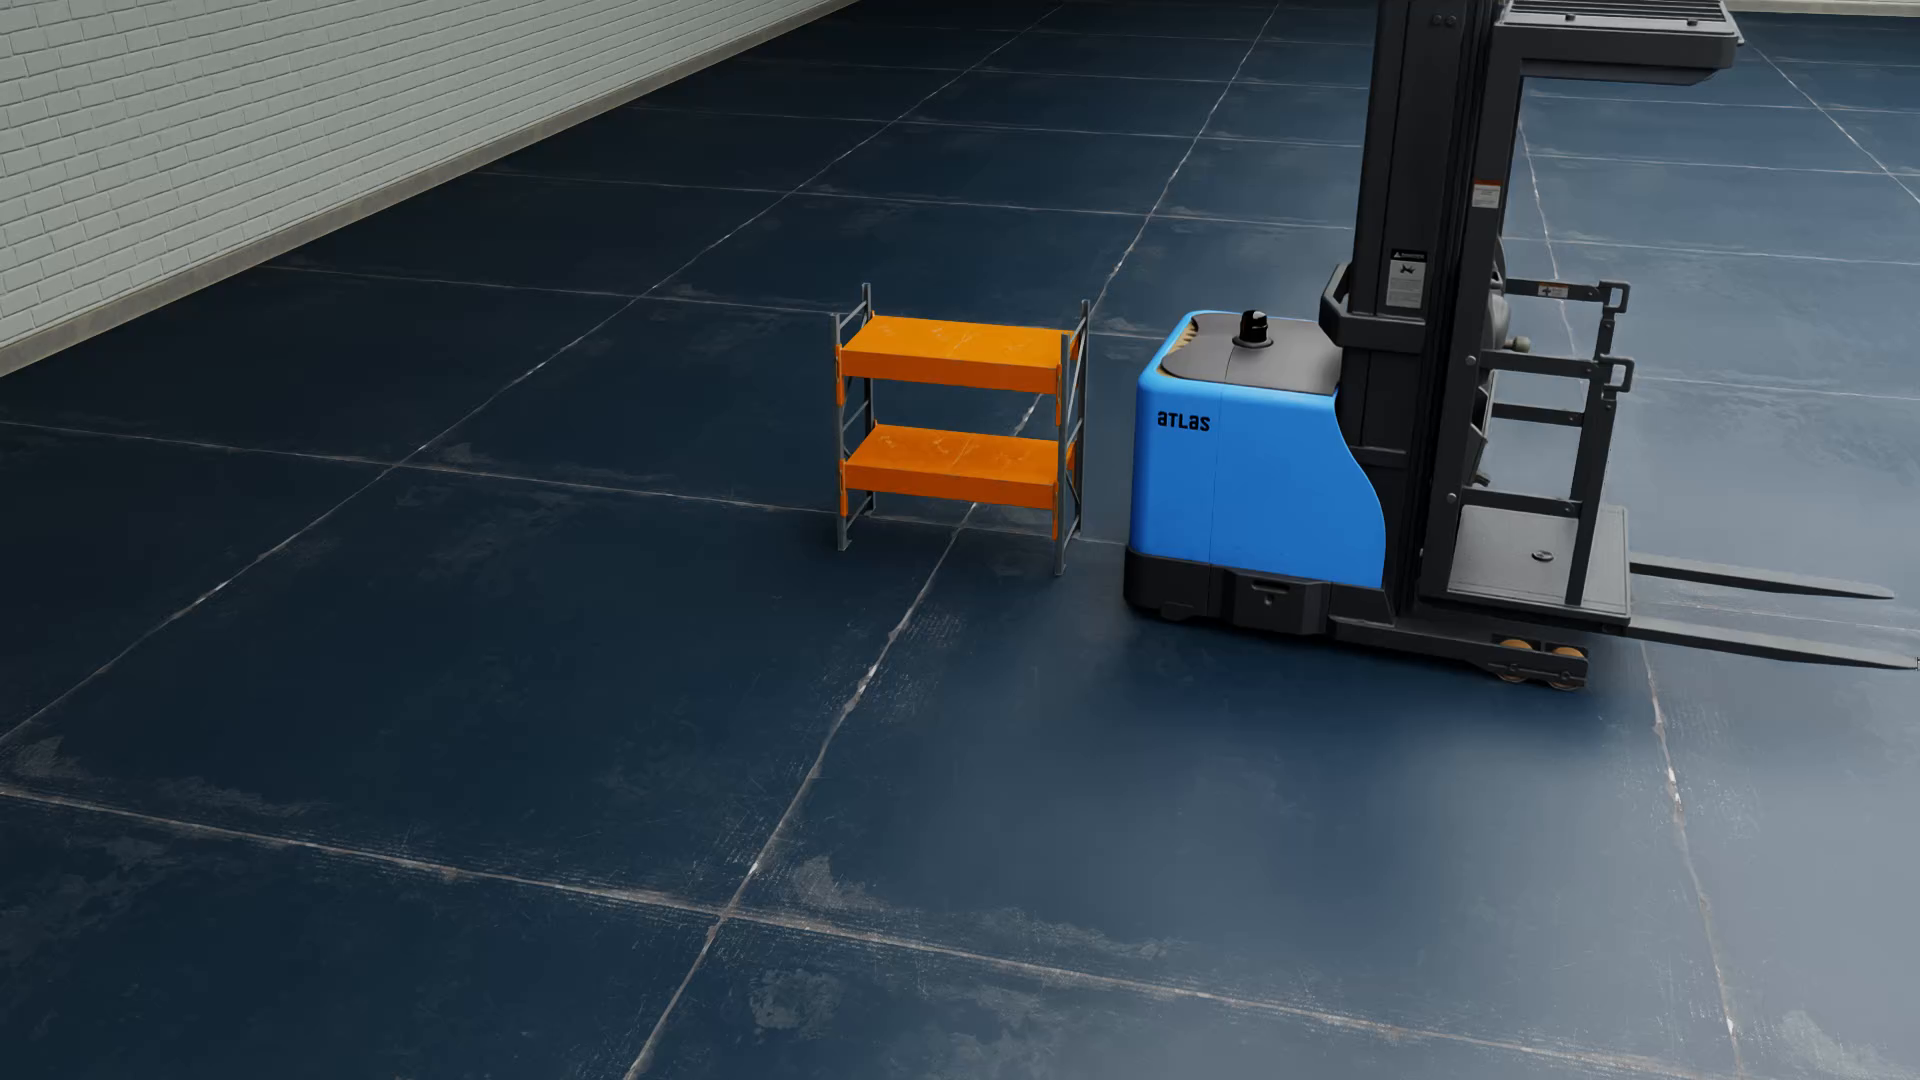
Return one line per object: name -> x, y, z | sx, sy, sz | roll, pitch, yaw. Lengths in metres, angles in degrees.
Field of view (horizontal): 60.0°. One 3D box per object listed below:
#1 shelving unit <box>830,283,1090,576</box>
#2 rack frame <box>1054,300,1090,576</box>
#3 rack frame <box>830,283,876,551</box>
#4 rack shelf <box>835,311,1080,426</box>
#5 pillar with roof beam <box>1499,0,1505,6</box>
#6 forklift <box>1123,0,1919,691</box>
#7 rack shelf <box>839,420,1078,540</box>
shelving unit -> 0.007, -0.507, 7.507 | 1.048, 1.125, 0.538 | 6, 26, 13
rack frame -> 0.499, -0.453, 7.392 | 0.032, 1.125, 0.500 | 6, 26, 13
rack frame -> -0.486, -0.562, 7.621 | 0.032, 1.125, 0.500 | 6, 26, 13
rack shelf -> 0.007, -0.771, 7.381 | 1.000, 0.278, 0.538 | 6, 26, 13
pillar with roof beam -> 6.617, -10.000, 18.286 | 0.400, 9.000, 9.100 | 6, 26, 13
forklift -> 2.269, -0.991, 6.423 | 3.031, 2.935, 1.130 | 8, 27, 17
rack shelf -> 0.007, -0.286, 7.612 | 1.000, 0.278, 0.538 | 6, 26, 13
